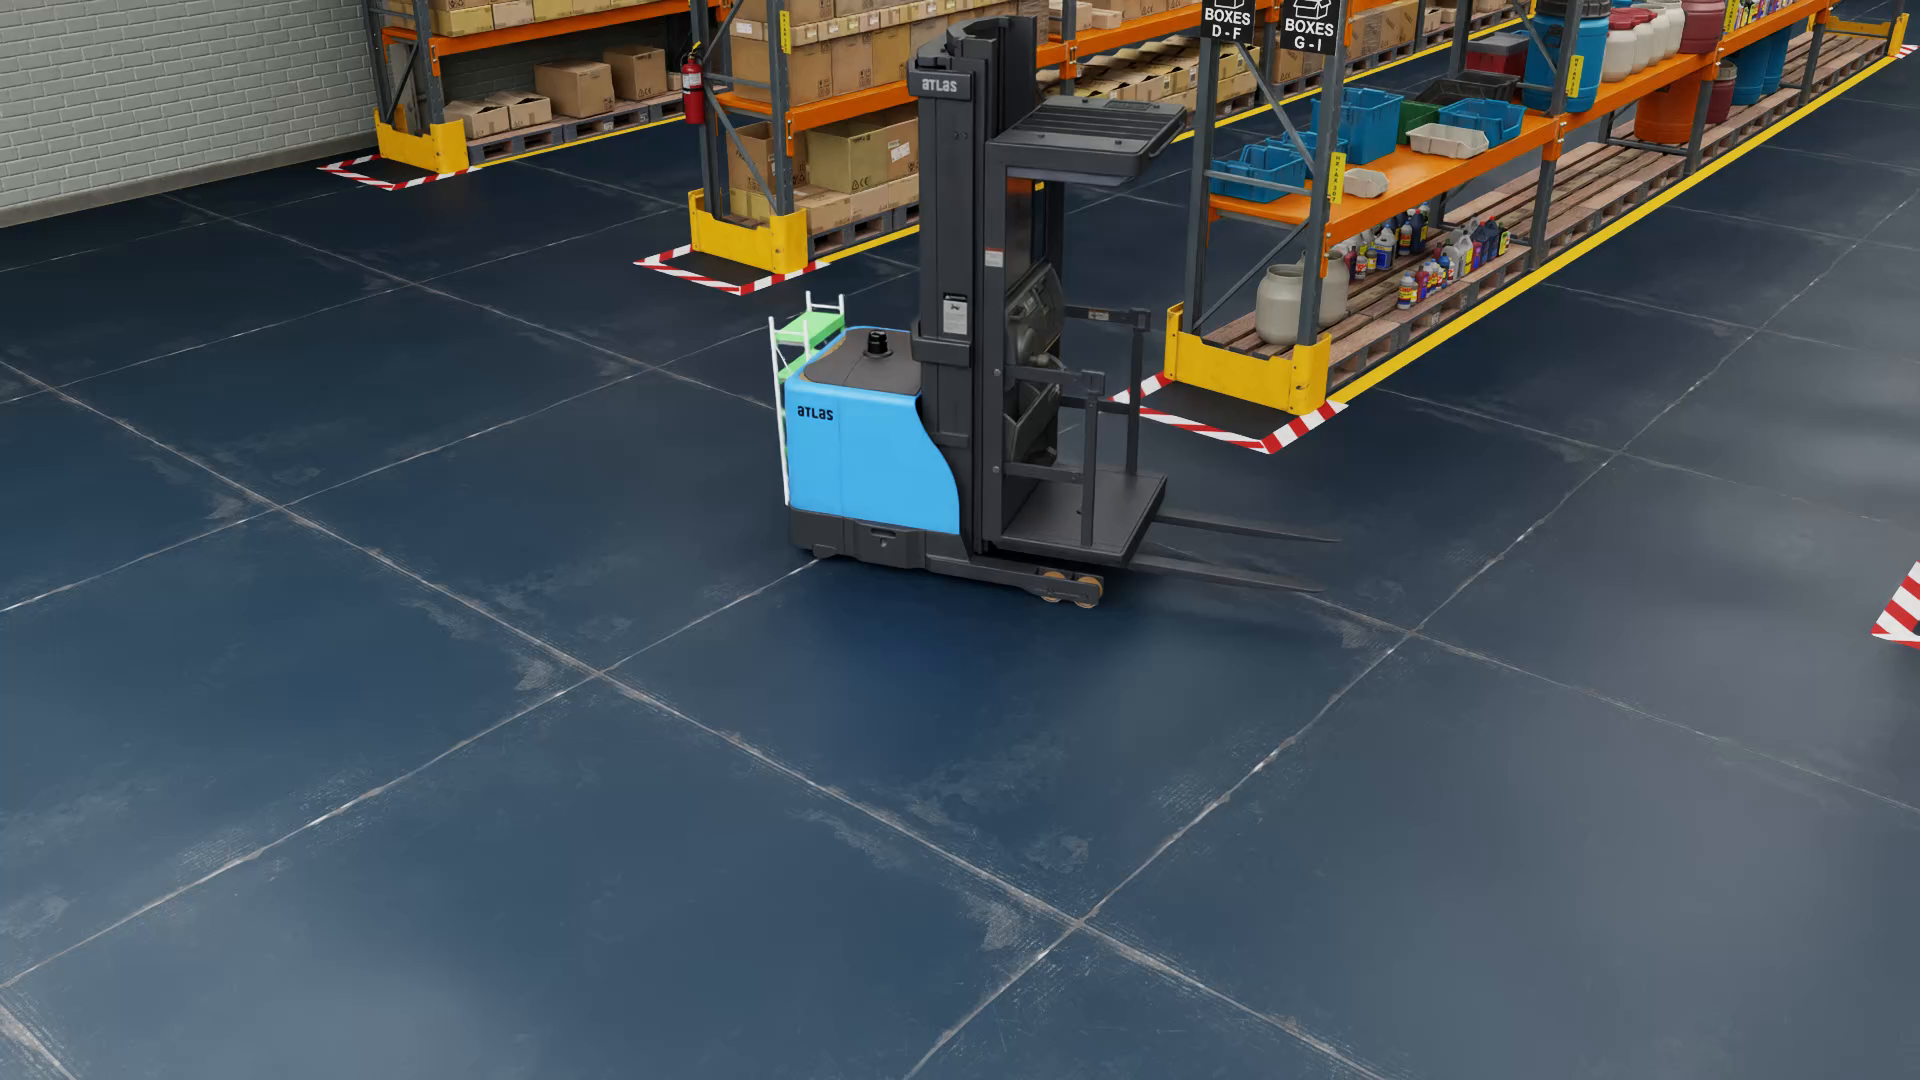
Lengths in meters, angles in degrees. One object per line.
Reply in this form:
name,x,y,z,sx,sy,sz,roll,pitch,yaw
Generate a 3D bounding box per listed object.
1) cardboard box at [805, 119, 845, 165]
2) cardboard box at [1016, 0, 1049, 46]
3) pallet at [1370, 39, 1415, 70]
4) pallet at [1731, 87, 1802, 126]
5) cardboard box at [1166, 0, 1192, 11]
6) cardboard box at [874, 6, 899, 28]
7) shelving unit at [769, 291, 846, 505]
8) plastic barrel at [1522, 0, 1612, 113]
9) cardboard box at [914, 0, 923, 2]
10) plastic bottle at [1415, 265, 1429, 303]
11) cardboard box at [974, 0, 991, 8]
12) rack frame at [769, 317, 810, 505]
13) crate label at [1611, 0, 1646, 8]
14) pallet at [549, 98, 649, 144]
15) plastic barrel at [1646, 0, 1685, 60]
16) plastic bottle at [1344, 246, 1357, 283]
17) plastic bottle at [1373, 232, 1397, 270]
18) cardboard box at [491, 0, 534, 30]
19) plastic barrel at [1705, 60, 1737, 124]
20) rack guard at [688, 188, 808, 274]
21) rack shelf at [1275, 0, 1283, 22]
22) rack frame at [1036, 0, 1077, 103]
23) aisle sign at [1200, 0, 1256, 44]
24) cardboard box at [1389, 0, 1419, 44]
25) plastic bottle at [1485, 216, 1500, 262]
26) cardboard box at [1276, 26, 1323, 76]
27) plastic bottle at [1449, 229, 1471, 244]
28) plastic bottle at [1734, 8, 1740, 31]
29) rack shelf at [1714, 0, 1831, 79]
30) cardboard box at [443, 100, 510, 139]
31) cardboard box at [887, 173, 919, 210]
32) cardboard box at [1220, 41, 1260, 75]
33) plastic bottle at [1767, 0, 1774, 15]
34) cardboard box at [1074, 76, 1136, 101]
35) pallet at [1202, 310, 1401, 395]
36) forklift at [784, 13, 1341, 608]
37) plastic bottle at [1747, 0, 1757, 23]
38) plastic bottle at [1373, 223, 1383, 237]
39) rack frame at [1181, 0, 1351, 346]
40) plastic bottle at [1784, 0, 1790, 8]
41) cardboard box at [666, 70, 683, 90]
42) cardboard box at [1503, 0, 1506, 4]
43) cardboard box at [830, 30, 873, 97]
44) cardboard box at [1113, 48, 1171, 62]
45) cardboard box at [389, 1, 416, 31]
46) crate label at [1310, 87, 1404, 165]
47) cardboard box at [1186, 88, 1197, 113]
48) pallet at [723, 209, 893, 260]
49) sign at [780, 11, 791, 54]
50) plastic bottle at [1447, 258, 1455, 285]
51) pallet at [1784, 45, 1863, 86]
cardboard box,-1.088,-3.747,15.449,0.500,0.500,0.500,21,34,34
cardboard box,0.442,-5.117,16.267,0.700,0.500,0.500,20,33,33
pallet,5.320,-6.530,22.143,1.003,0.211,1.213,21,34,34
pallet,9.105,-5.119,19.415,1.003,0.211,1.213,21,34,34
cardboard box,2.209,-6.094,18.157,0.500,0.500,0.500,19,33,32
cardboard box,-0.753,-4.588,14.540,0.380,0.149,0.250,19,33,33
shelving unit,-0.883,-0.844,10.064,0.258,1.200,0.503,8,28,20
plastic barrel,5.019,-4.053,13.775,0.600,0.901,0.708,21,34,34
cardboard box,-0.515,-5.159,14.937,0.700,0.500,0.500,21,34,34
plastic bottle,3.547,-1.980,12.790,0.061,0.283,0.133,21,34,35
cardboard box,0.064,-5.045,15.422,0.380,0.149,0.250,21,34,34
rack frame,-0.972,-0.739,9.862,0.240,1.200,0.015,8,28,20
crate label,6.243,-4.943,16.002,0.502,0.435,0.616,21,34,34
pallet,-4.281,-4.756,18.714,1.003,0.211,1.213,21,34,34
plastic barrel,6.594,-4.823,15.687,0.421,0.512,0.421,0,27,0
plastic bottle,3.089,-2.183,13.182,0.061,0.283,0.133,21,34,34
plastic bottle,3.446,-2.351,13.516,0.152,0.276,0.135,21,34,34
cardboard box,-4.775,-5.470,17.201,0.500,0.250,0.500,20,33,33
plastic barrel,8.100,-4.895,18.115,0.600,0.588,0.708,21,34,34
rack guard,-1.840,-2.694,14.414,1.175,0.500,0.348,21,34,34
rack shelf,4.536,-7.039,20.875,1.077,0.370,4.000,21,34,34
rack frame,0.720,-5.231,16.598,1.000,3.000,0.127,21,34,34
aisle sign,1.720,-3.580,10.577,0.394,0.787,0.004,21,34,34
cardboard box,5.716,-6.894,22.054,0.500,0.500,0.500,21,34,34
plastic bottle,4.352,-2.489,13.700,0.144,0.351,0.185,20,33,33
cardboard box,4.103,-6.000,20.325,0.500,0.500,0.500,19,33,33
plastic bottle,4.100,-2.422,13.652,0.152,0.276,0.135,21,34,34
plastic bottle,7.853,-5.311,16.878,0.061,0.283,0.133,21,34,34
rack shelf,8.356,-5.590,18.074,1.077,0.370,4.000,21,34,34
cardboard box,-5.140,-4.480,17.592,0.500,0.311,0.500,17,32,29
cardboard box,-0.678,-3.259,15.321,0.500,0.250,0.500,21,34,34
cardboard box,3.121,-5.606,19.248,0.500,0.311,0.500,22,34,36
plastic bottle,8.595,-5.785,17.721,0.144,0.351,0.185,21,34,34
cardboard box,1.497,-4.695,17.487,0.500,0.311,0.500,20,34,34
pallet,2.528,-1.453,12.329,1.003,0.211,1.213,21,34,34
forklift,0.590,-1.207,8.894,3.031,2.935,1.130,9,29,17
plastic bottle,8.229,-5.529,17.312,0.097,0.271,0.097,0,27,0
plastic bottle,3.449,-2.493,13.782,0.061,0.283,0.133,23,35,37
rack frame,1.995,-2.364,11.055,1.000,3.000,0.127,21,34,34
plastic bottle,8.988,-5.973,18.167,0.152,0.276,0.135,21,34,34
cardboard box,-3.422,-5.416,19.560,0.380,0.166,0.250,16,31,28
cardboard box,7.870,-8.041,24.633,0.380,0.166,0.250,21,34,34
cardboard box,-1.187,-4.207,14.509,0.700,0.500,0.500,22,34,36
cardboard box,2.051,-5.395,18.840,0.500,0.311,0.500,20,33,33
cardboard box,-5.502,-5.424,17.112,0.500,0.250,0.500,21,34,35
crate label,2.957,-3.111,12.462,0.502,0.435,0.616,21,34,34
cardboard box,2.470,-4.996,18.678,0.500,0.250,0.500,22,34,36
pallet,-1.370,-2.858,15.045,1.003,0.211,1.213,21,34,34
sign,-1.400,-4.068,13.322,0.100,0.325,0.005,21,34,34
plastic bottle,3.864,-2.133,13.176,0.097,0.201,0.097,0,27,0
pallet,10.842,-6.087,21.286,1.003,0.211,1.213,21,34,34
